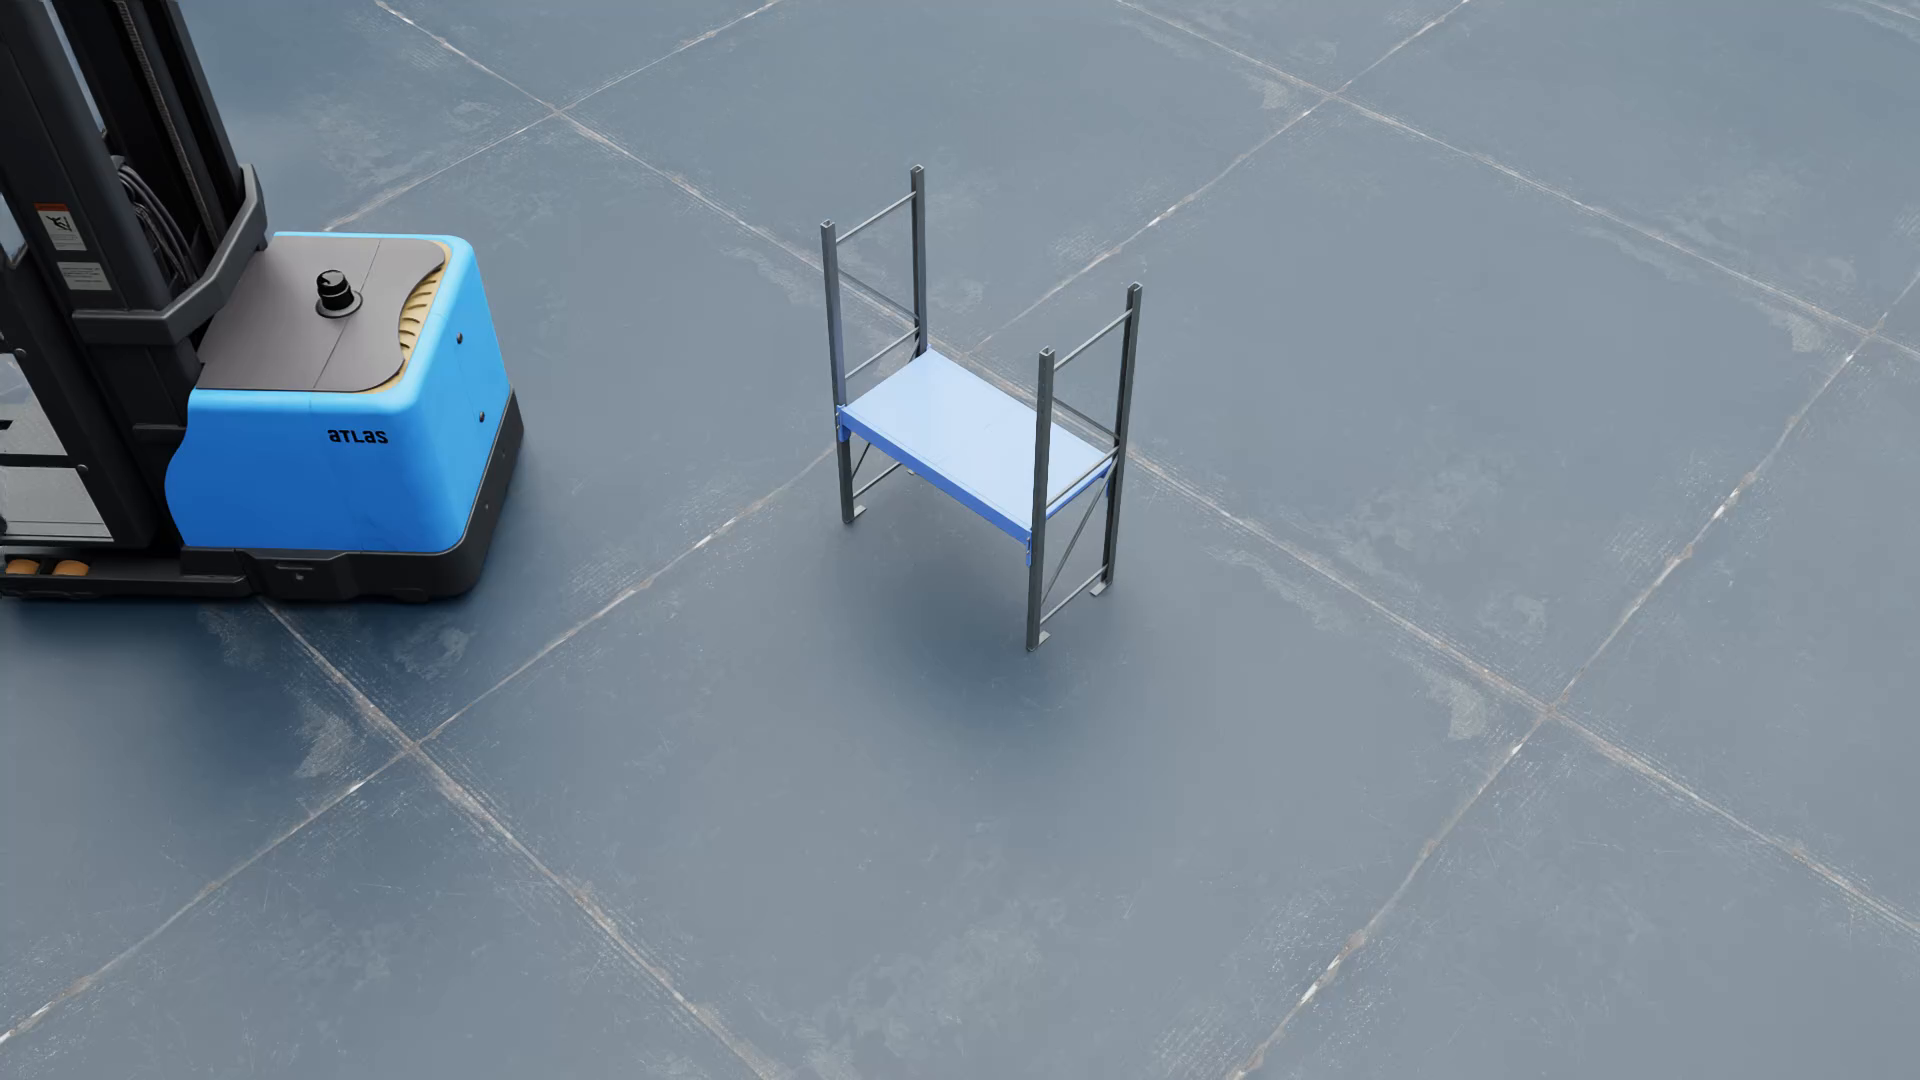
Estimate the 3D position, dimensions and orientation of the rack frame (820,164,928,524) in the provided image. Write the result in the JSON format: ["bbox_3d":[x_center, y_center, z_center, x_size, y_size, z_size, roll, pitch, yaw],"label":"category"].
[{"bbox_3d":[-0.311,-0.723,6.508,0.032,1.500,0.500,34,55,28],"label":"rack frame"}]

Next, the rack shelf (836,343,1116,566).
[{"bbox_3d":[0.063,-0.348,6.403,1.000,0.185,0.538,34,55,28],"label":"rack shelf"}]

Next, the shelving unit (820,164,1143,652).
[{"bbox_3d":[0.063,-0.471,6.272,1.048,1.500,0.538,34,55,28],"label":"shelving unit"}]

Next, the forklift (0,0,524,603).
[{"bbox_3d":[-3.416,-1.150,5.928,3.031,2.935,1.130,1,47,1],"label":"forklift"}]

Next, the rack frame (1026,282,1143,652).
[{"bbox_3d":[0.436,-0.220,6.036,0.032,1.500,0.500,34,55,28],"label":"rack frame"}]
